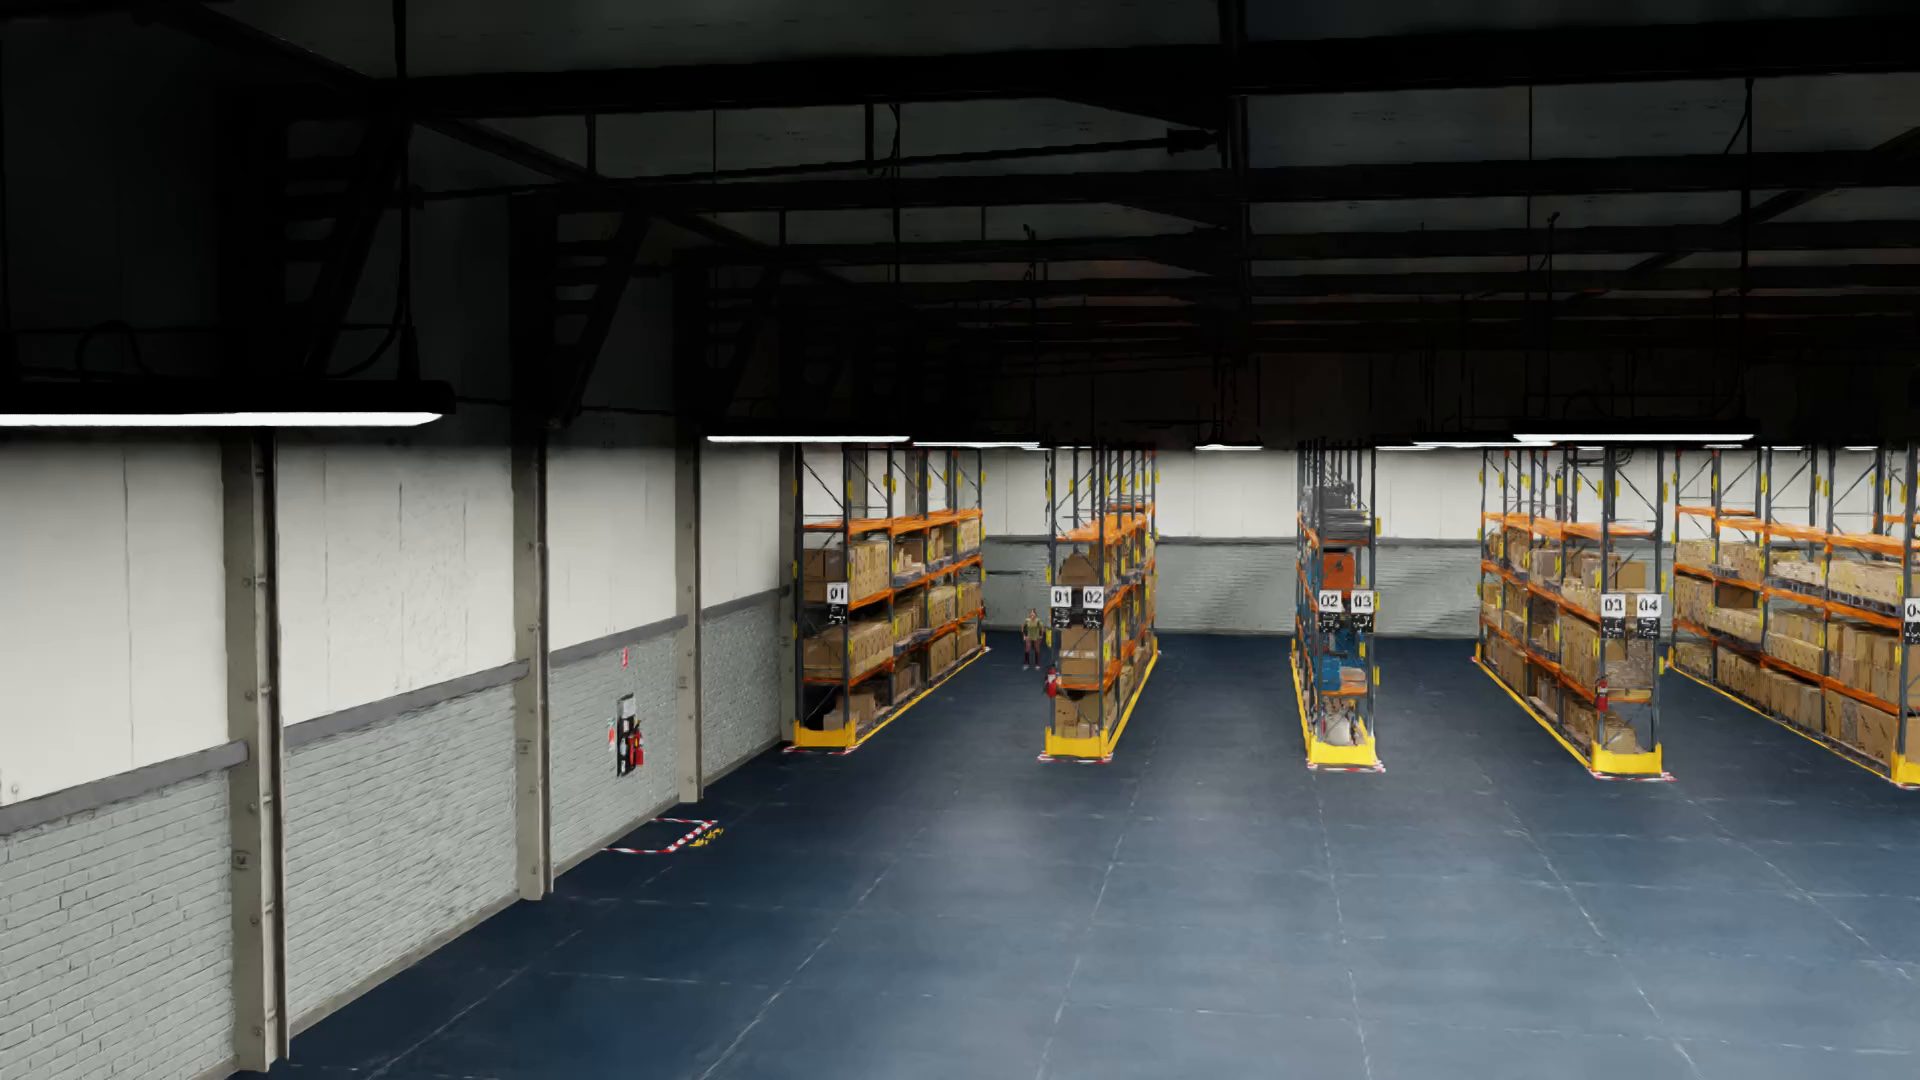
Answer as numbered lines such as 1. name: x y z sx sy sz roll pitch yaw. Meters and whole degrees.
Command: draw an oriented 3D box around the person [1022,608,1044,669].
1. person: 1.921 2.601 43.854 0.598 1.619 0.507 0 3 8
